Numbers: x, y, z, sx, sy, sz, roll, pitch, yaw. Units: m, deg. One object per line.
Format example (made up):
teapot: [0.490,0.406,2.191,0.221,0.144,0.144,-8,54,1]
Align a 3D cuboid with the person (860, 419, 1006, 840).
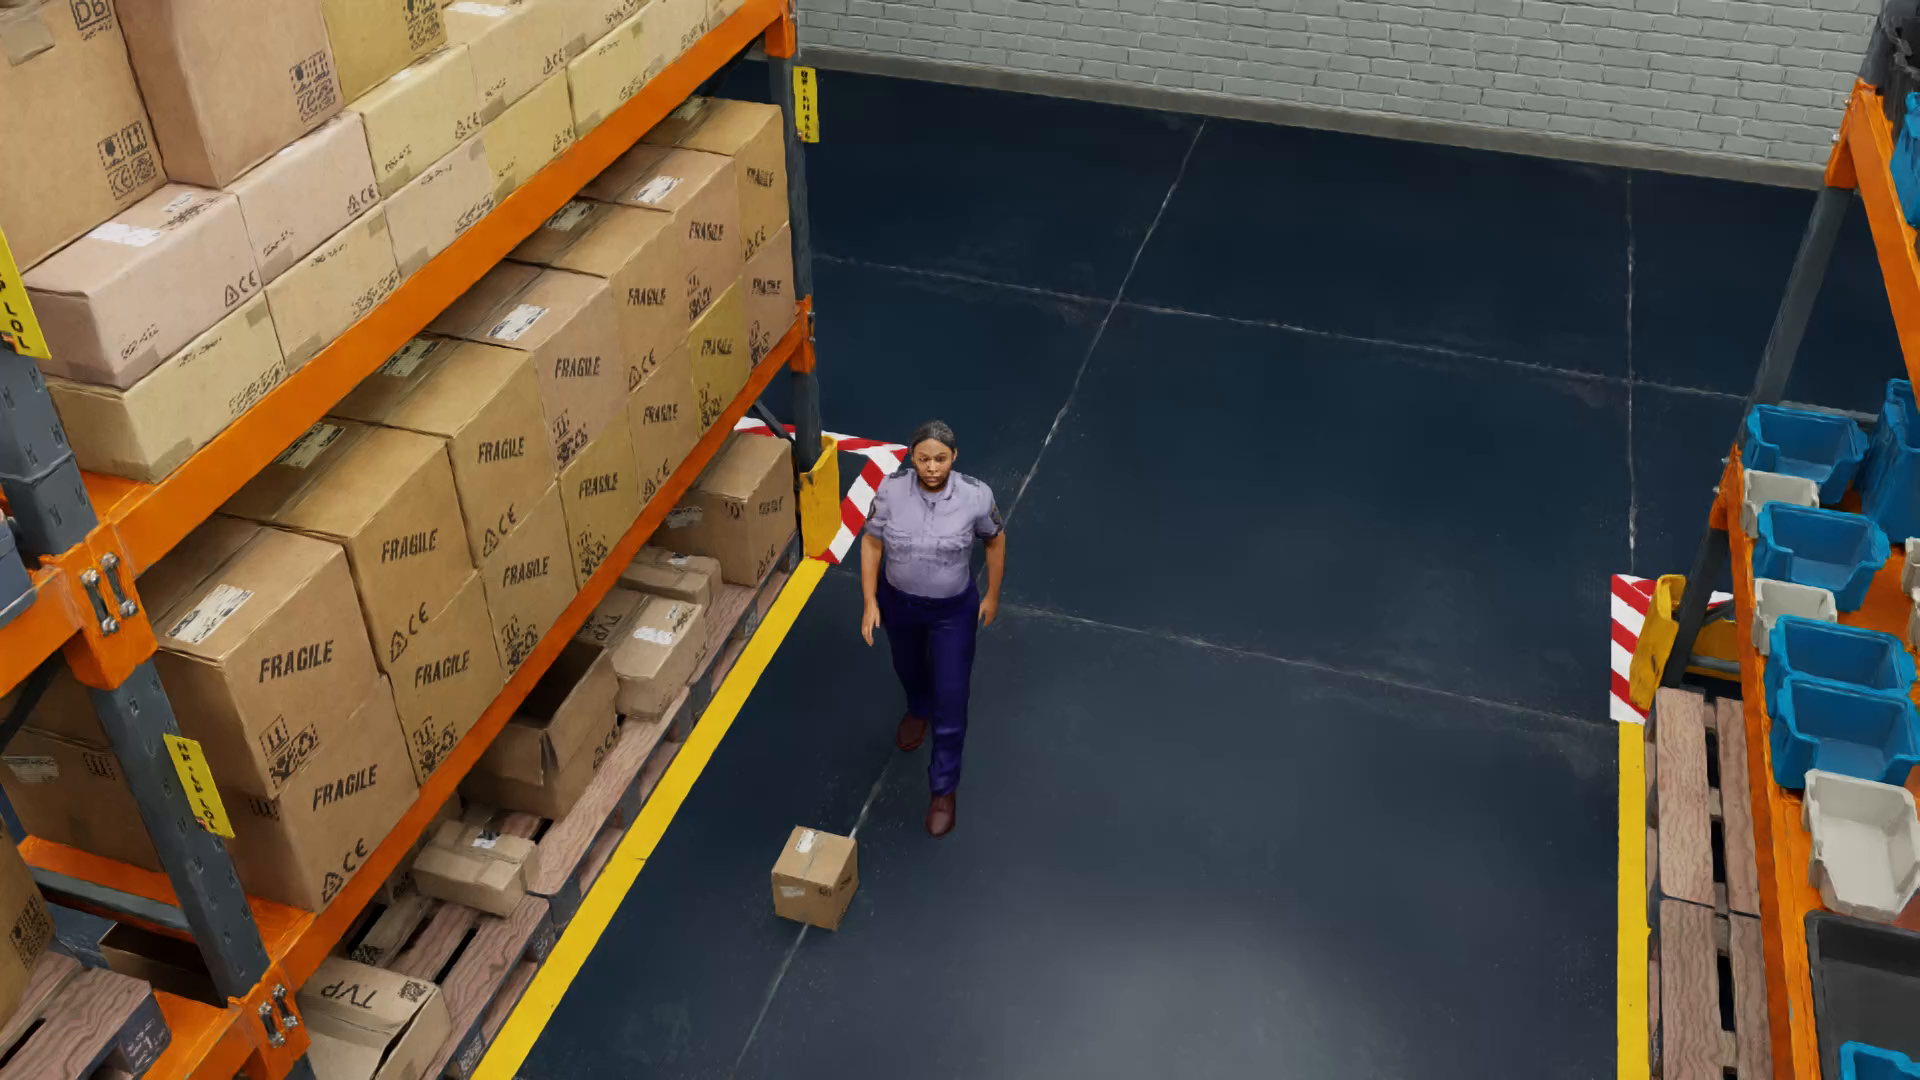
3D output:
person: [-0.137,0.320,6.502,0.549,1.636,0.764,7,38,9]
